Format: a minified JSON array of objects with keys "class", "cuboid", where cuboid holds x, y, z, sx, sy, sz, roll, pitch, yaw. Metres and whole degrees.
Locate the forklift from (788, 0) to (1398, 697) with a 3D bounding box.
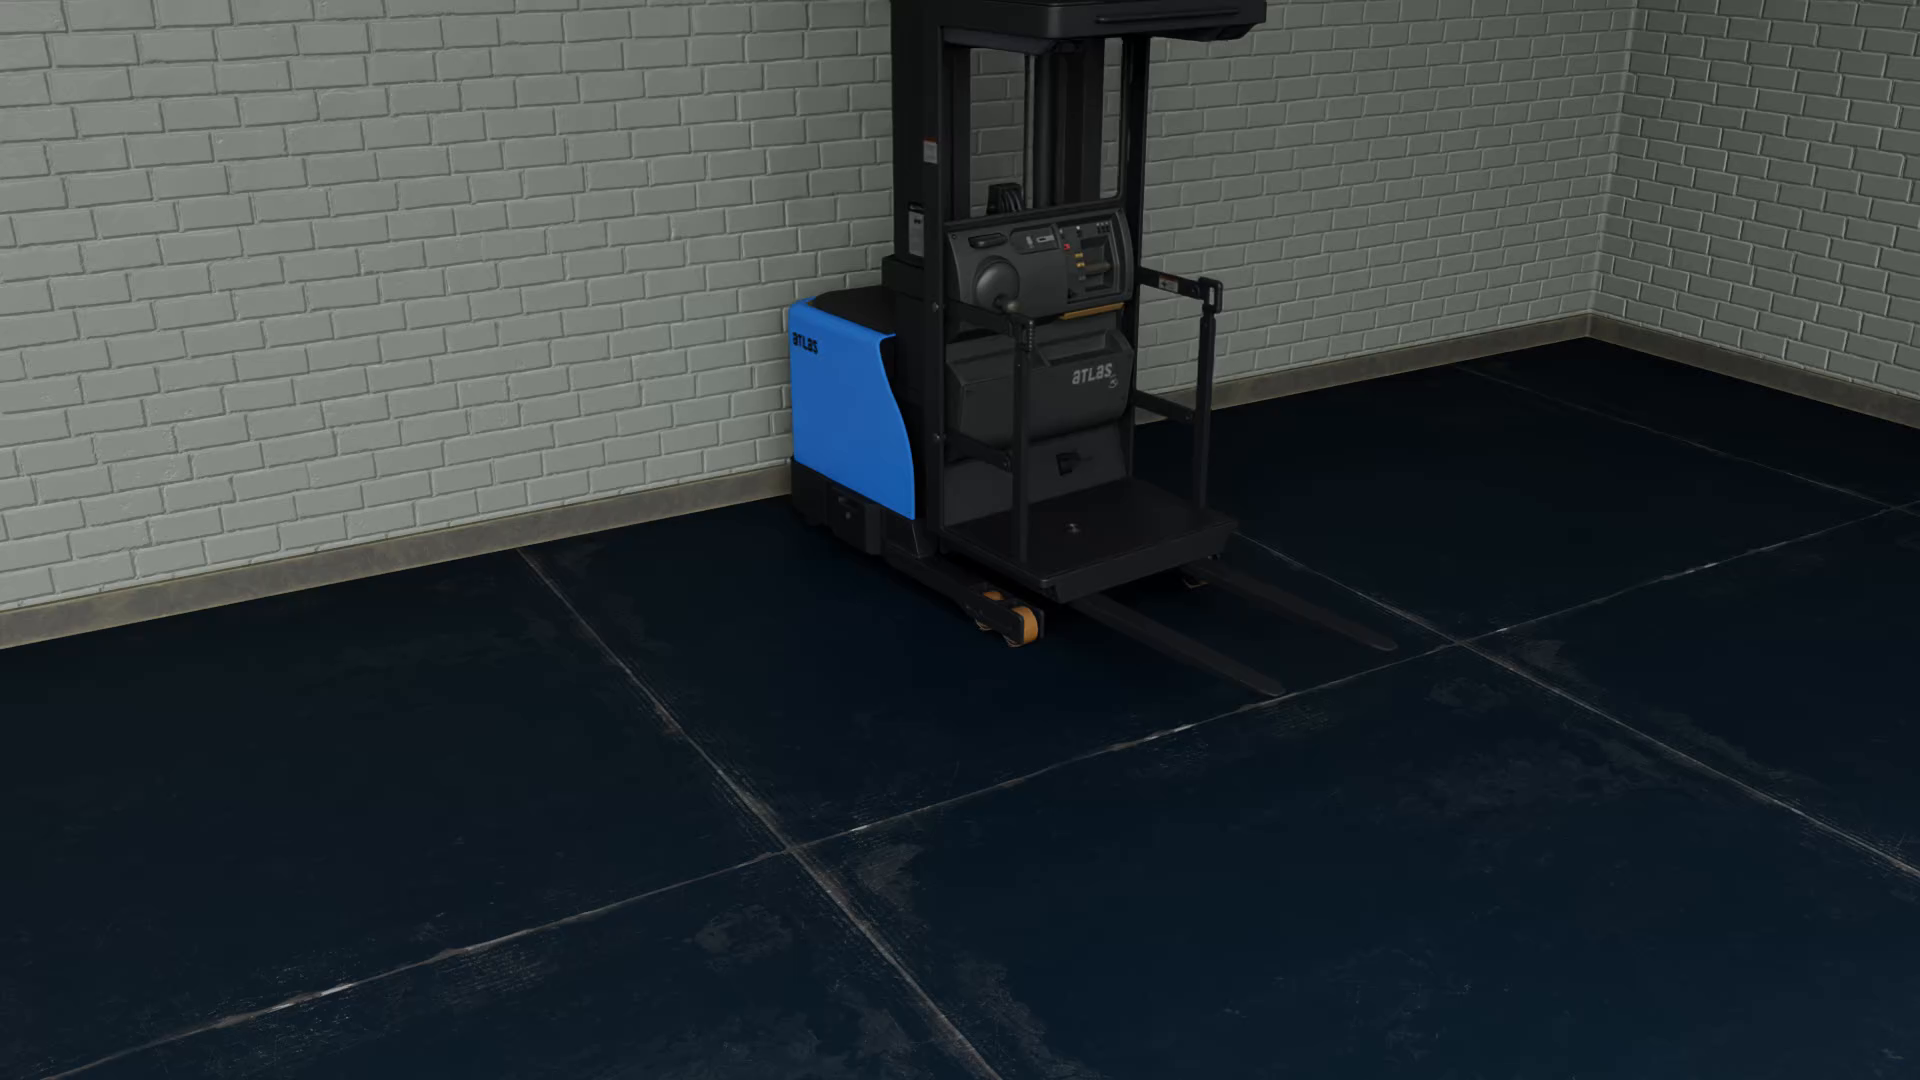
[{"class":"forklift","cuboid":[0.473,-1.133,6.706,1.130,2.935,3.031,-16,27,-34]}]
